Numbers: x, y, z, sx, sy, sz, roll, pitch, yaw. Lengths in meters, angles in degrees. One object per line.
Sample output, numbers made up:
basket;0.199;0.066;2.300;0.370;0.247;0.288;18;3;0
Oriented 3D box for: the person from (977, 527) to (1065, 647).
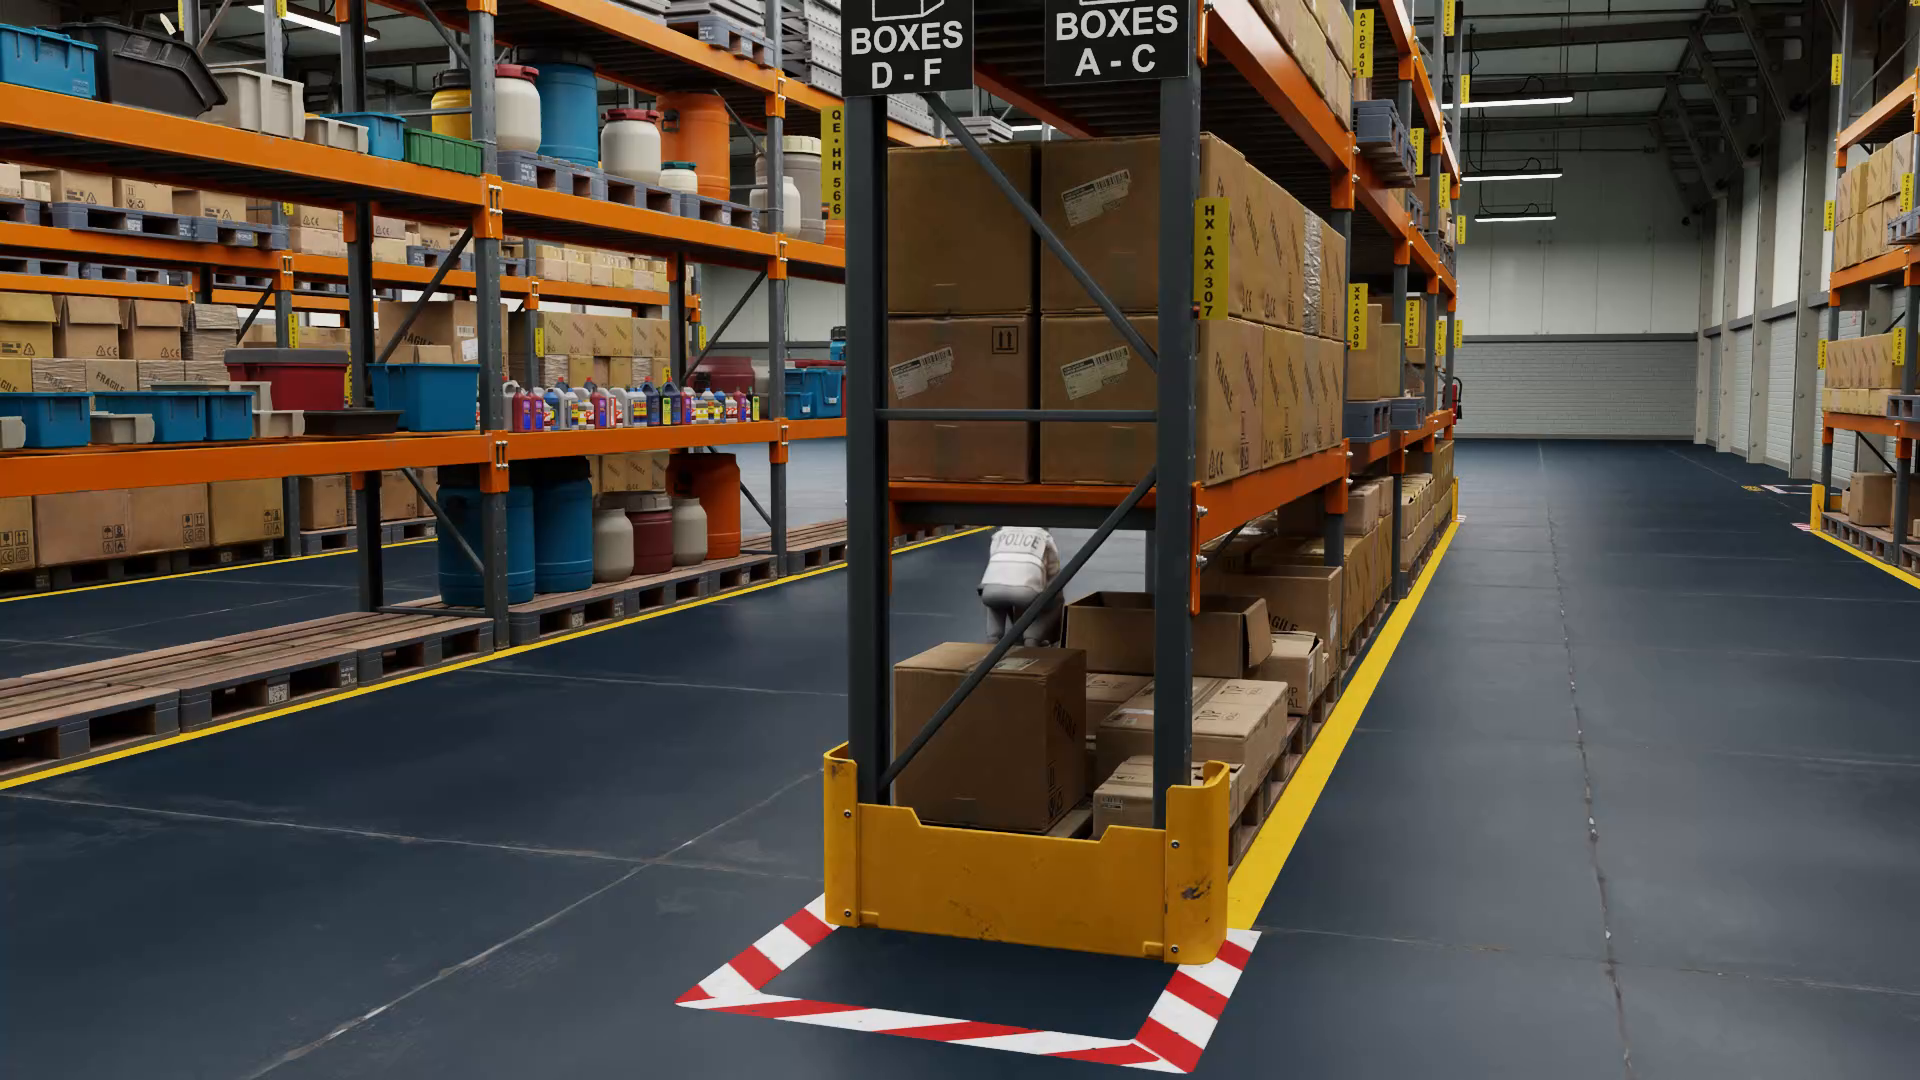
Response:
person;0.390;0.246;10.167;0.479;0.846;0.869;2;6;19
